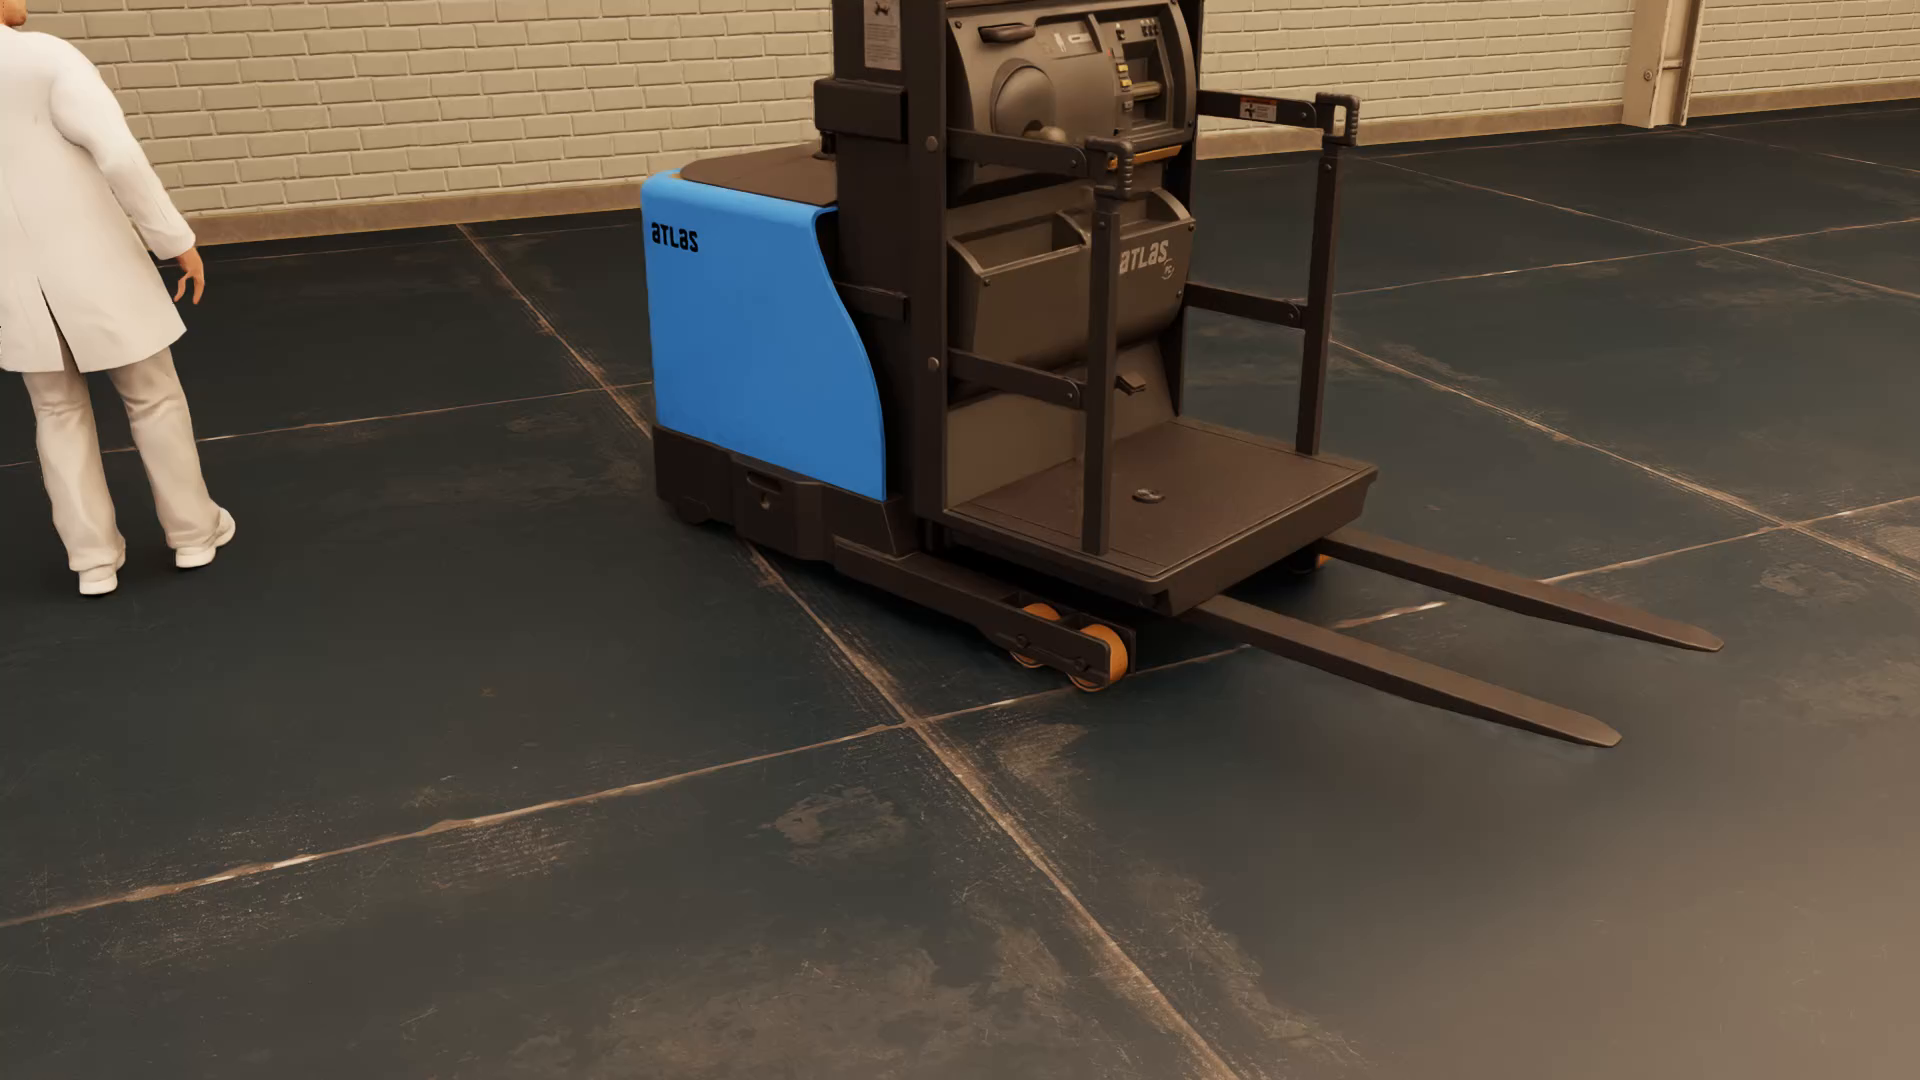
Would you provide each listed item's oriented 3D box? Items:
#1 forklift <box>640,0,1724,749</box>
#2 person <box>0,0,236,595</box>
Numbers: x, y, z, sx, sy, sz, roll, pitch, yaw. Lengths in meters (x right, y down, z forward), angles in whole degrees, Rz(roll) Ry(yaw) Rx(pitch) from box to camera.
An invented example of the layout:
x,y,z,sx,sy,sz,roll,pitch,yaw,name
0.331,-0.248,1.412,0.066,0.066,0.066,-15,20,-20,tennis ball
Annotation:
x,y,z,sx,sy,sz,roll,pitch,yaw,name
0.466,-1.199,4.172,3.031,2.935,1.130,19,29,38,forklift
-2.457,-0.754,4.608,0.755,1.776,0.562,-2,23,-5,person
